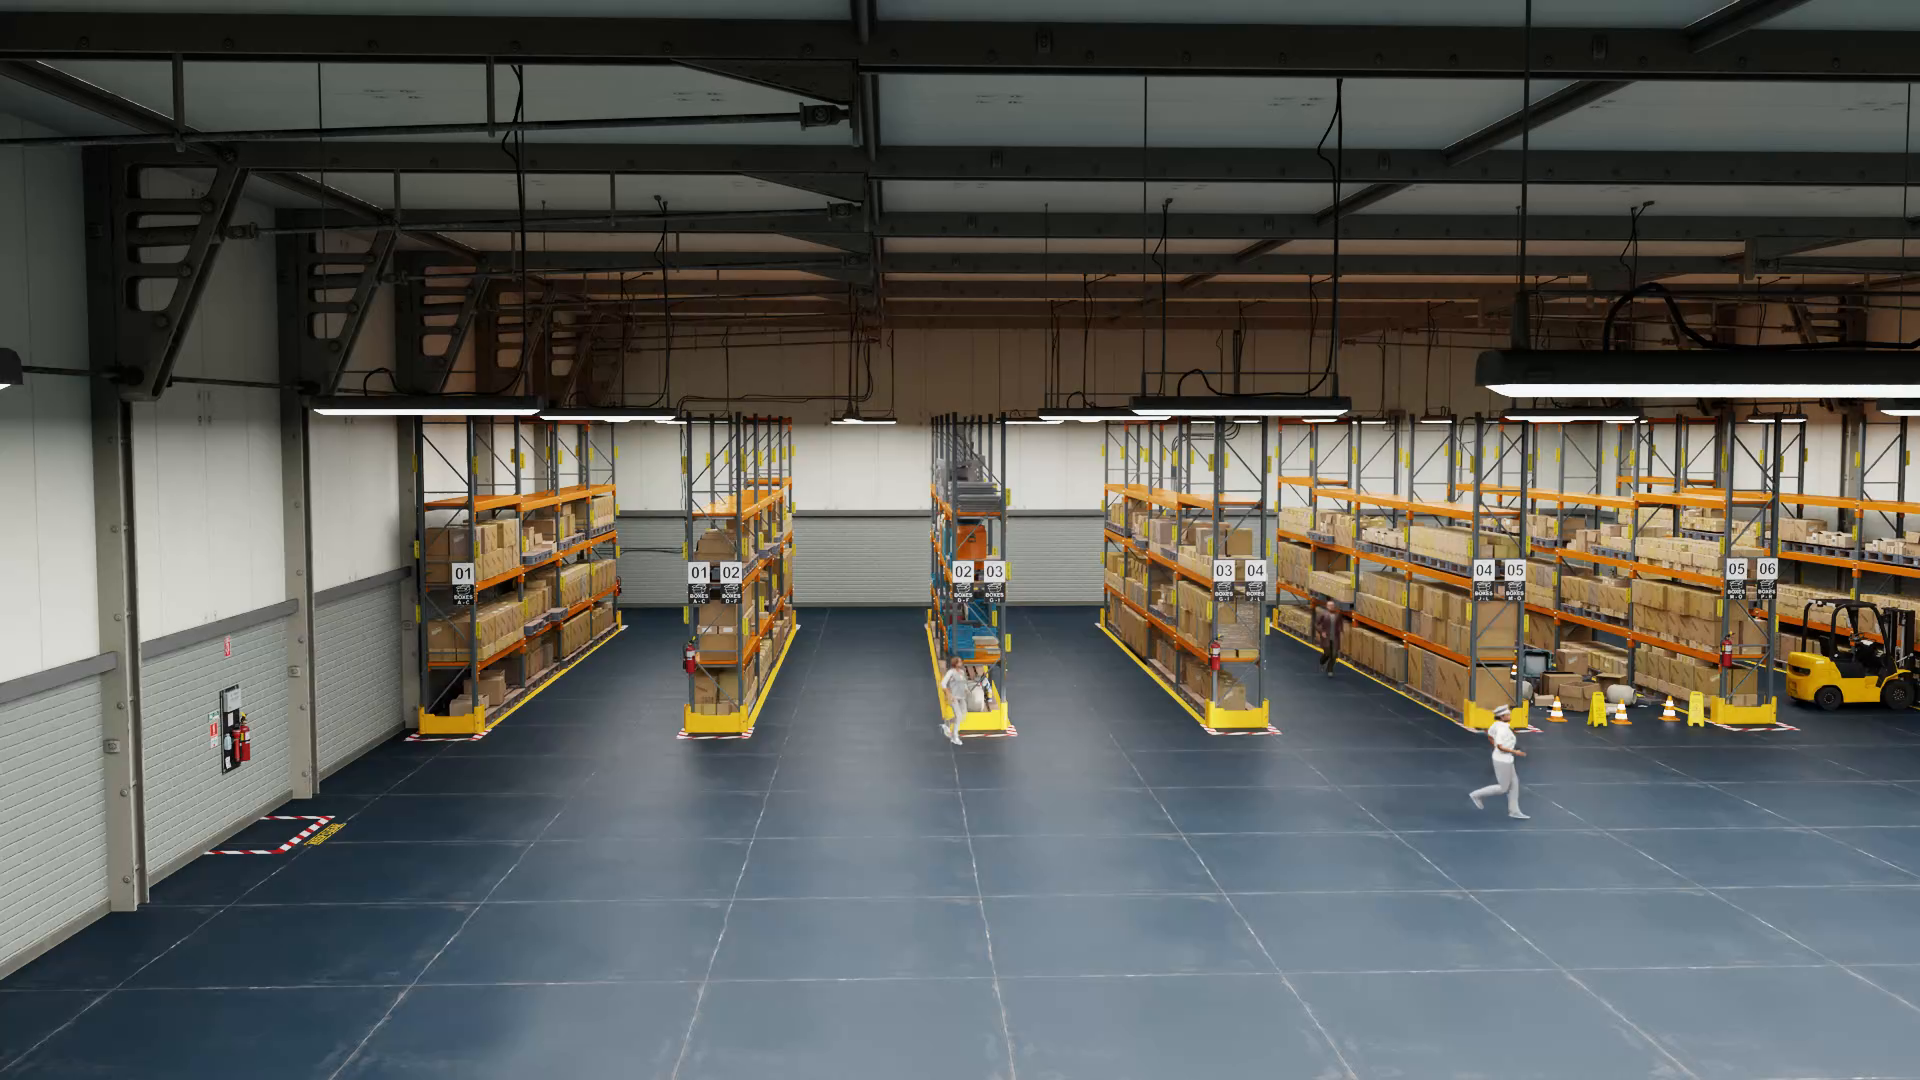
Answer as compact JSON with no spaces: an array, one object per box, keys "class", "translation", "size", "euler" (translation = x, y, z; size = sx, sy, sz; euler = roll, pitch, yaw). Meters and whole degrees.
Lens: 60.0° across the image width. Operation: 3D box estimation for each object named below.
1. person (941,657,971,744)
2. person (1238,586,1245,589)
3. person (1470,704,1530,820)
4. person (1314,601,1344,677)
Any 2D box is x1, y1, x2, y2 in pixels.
[{"class":"person","translation":[-0.078,2.910,30.237],"size":[0.511,1.552,0.586],"euler":[4,5,44]},{"class":"person","translation":[7.832,1.716,47.022],"size":[0.578,1.694,0.868],"euler":[1,4,7]},{"class":"person","translation":[7.894,3.232,24.280],"size":[0.851,1.692,0.579],"euler":[1,4,16]},{"class":"person","translation":[8.464,2.269,38.072],"size":[0.694,1.718,0.632],"euler":[0,4,-7]}]
